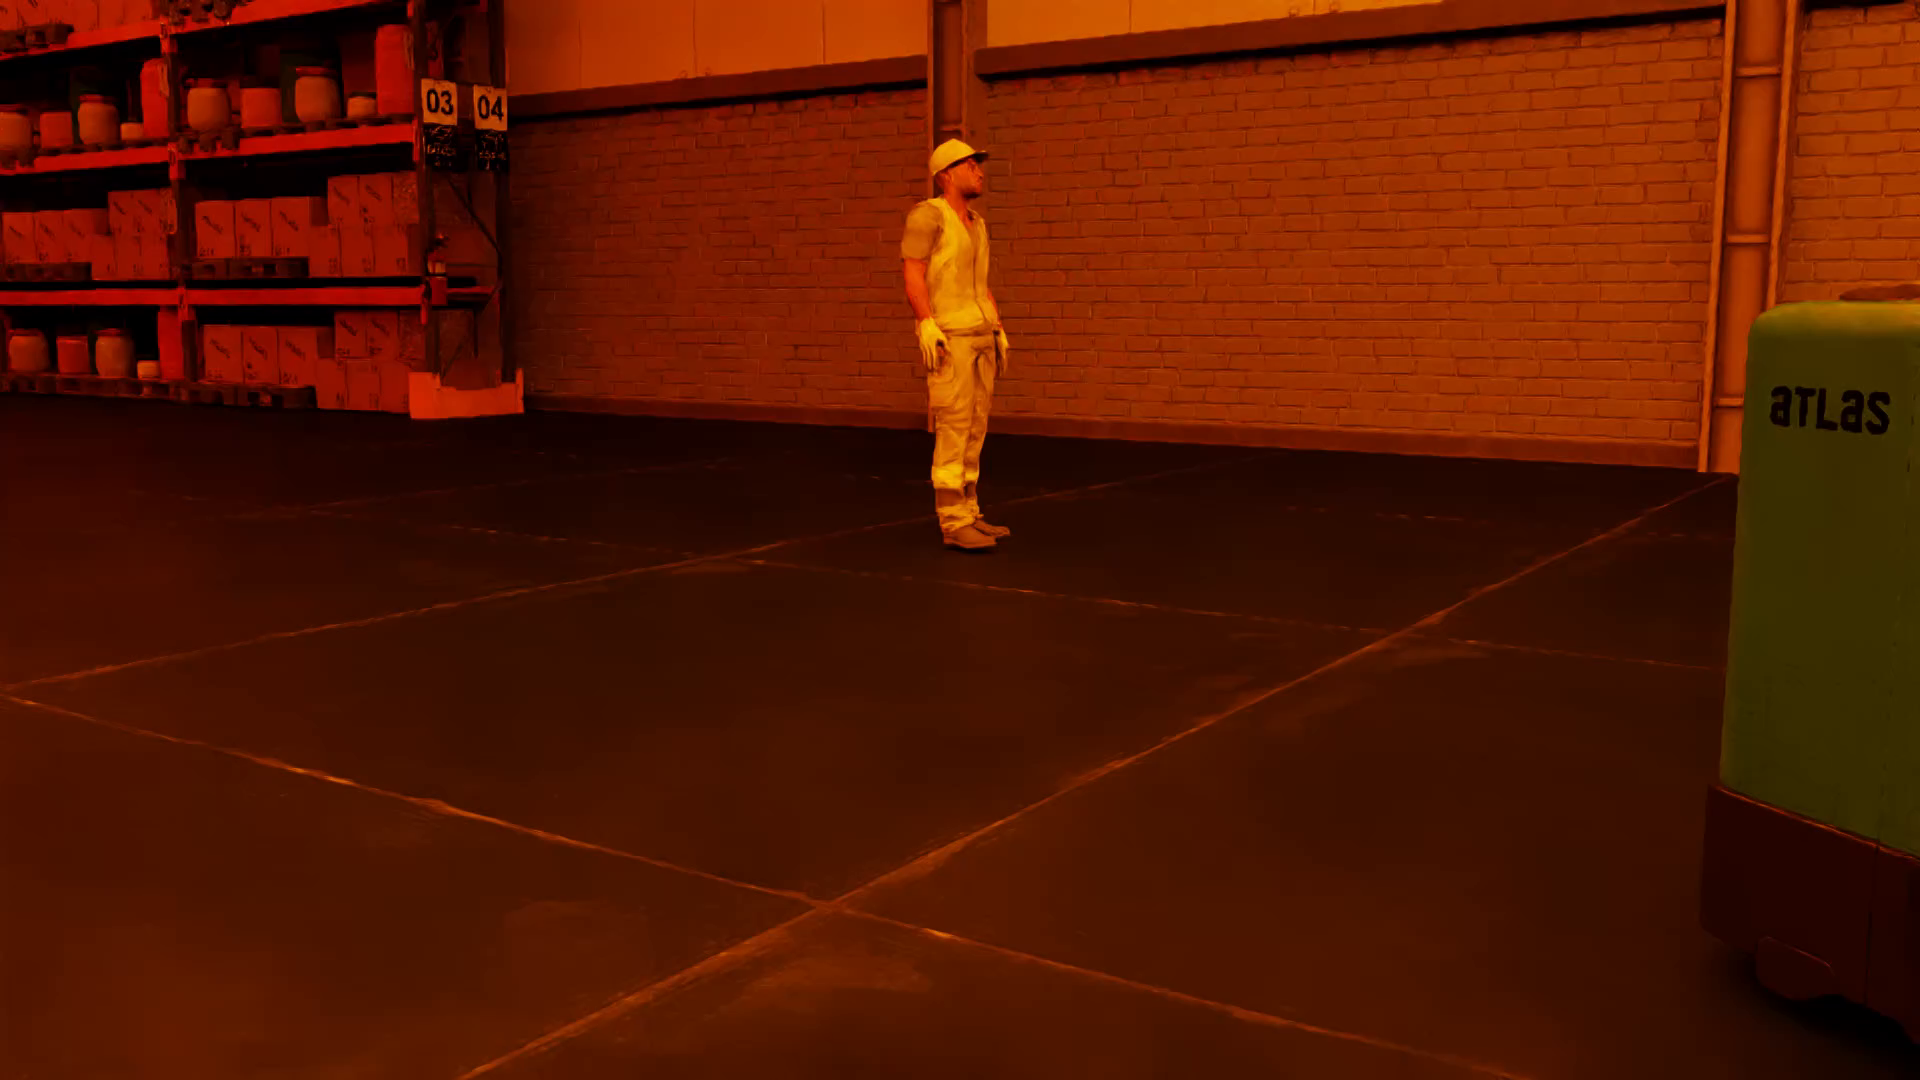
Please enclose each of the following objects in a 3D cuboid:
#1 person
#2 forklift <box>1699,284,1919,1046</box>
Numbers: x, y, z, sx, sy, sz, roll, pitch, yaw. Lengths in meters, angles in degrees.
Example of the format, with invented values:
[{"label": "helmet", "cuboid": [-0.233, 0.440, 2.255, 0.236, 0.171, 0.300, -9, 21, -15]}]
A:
[{"label": "person", "cuboid": [0.061, -0.885, 7.423, 0.563, 1.787, 0.637, 5, 10, 34]}, {"label": "forklift", "cuboid": [2.173, -0.585, 1.305, 1.130, 2.935, 3.031, -3, 9, -20]}]
